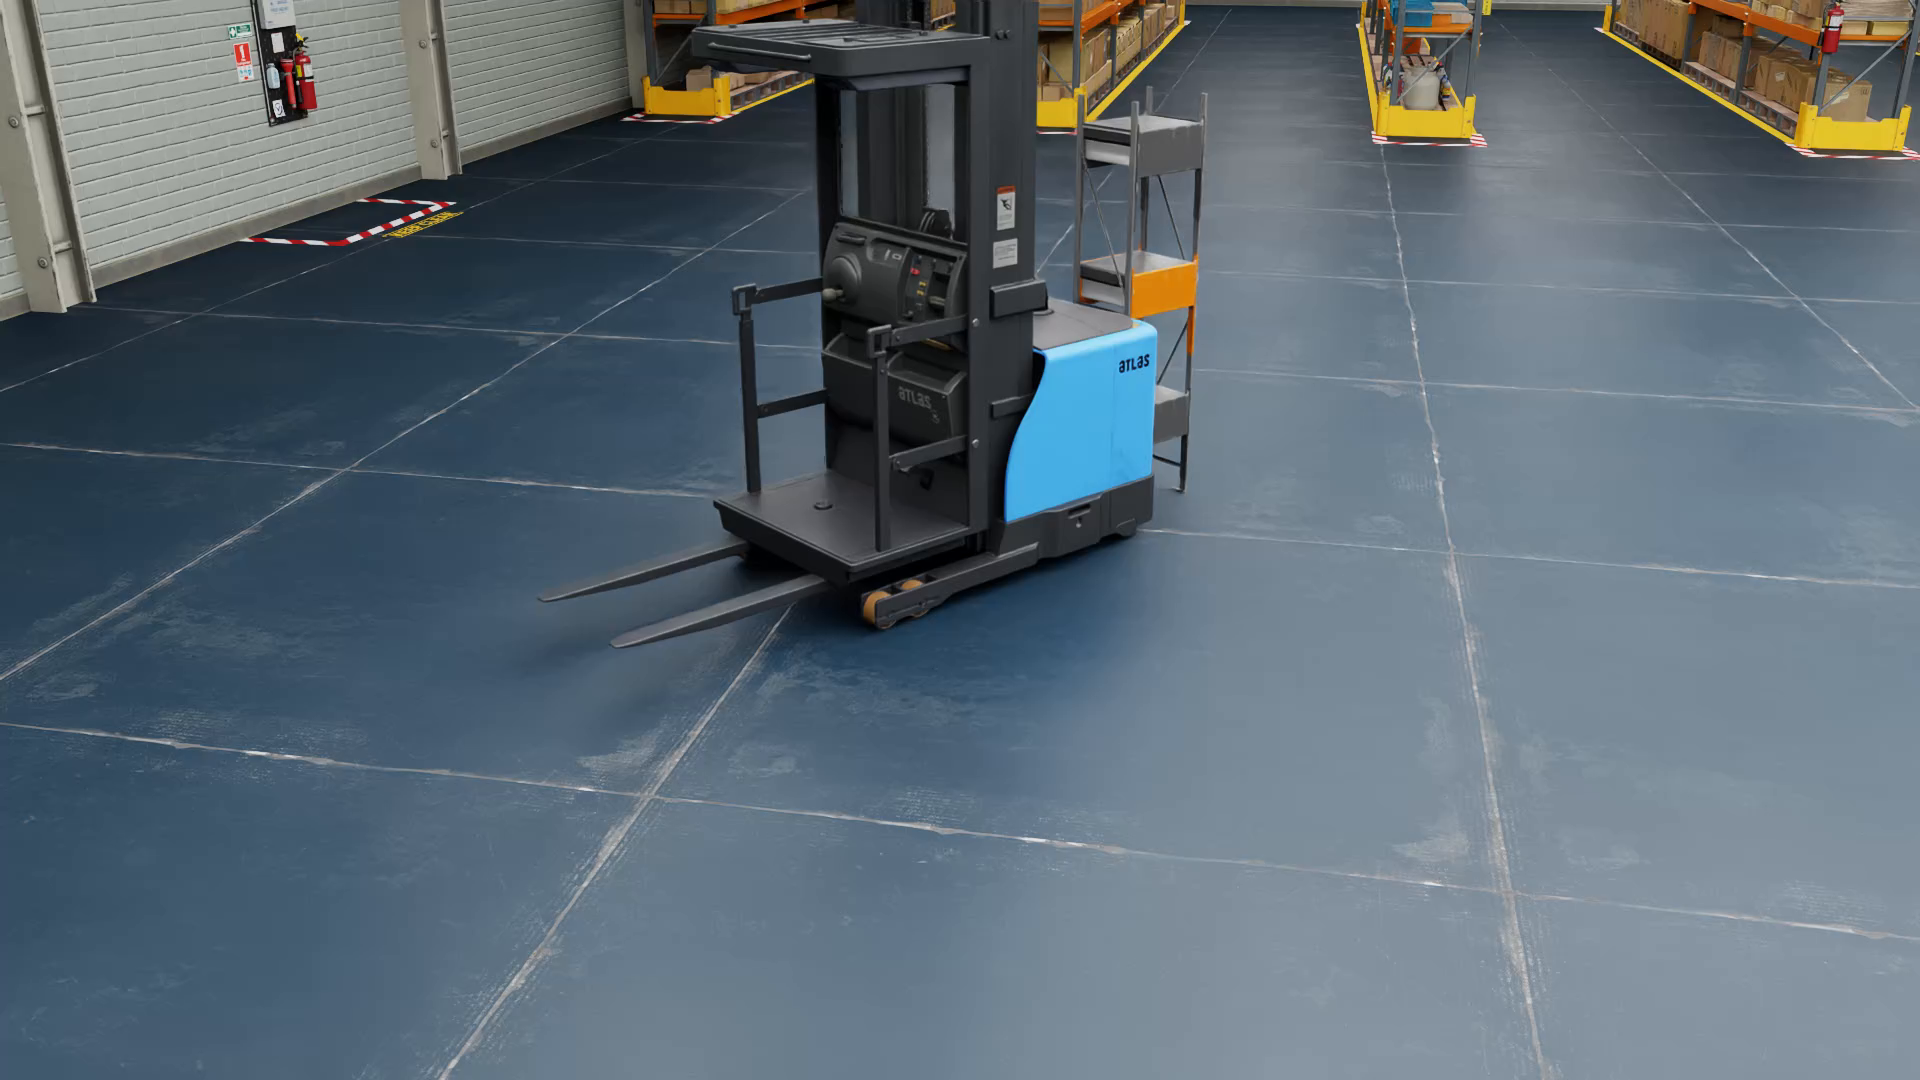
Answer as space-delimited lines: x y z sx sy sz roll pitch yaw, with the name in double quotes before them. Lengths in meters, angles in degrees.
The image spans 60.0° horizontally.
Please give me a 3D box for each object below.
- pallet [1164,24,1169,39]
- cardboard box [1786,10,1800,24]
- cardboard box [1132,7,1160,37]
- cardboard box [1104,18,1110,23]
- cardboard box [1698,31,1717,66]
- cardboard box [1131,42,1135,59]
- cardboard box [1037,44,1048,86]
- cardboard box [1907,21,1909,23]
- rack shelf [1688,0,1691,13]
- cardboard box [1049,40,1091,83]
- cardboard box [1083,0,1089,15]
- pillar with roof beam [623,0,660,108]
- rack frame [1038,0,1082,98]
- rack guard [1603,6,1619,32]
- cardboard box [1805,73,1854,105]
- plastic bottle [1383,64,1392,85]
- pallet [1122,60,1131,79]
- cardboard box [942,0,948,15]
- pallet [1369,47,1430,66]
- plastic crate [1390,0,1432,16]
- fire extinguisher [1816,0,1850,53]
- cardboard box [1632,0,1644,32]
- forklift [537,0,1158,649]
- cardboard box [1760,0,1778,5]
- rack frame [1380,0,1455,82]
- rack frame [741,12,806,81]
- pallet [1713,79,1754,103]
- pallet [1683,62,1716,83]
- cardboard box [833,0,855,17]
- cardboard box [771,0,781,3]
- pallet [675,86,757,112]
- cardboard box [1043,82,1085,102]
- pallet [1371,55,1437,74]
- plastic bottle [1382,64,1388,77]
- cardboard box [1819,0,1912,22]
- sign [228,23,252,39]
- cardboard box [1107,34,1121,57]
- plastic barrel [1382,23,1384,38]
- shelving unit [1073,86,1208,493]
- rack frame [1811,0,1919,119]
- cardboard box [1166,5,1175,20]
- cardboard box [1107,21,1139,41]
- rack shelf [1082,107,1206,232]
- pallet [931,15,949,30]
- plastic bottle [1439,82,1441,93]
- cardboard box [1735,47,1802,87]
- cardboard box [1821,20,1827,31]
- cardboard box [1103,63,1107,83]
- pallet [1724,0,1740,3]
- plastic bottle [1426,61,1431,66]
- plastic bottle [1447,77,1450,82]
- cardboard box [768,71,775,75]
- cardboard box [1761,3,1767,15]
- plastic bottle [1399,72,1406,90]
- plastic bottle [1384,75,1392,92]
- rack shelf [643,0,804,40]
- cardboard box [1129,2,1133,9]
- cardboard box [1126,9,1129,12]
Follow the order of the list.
"pallet" 3.659 -10.238 33.492 1.003 0.211 1.213 4 22 11
"cardboard box" 10.825 -6.695 21.299 0.380 0.149 0.250 4 22 11
"cardboard box" 3.486 -9.759 31.328 0.500 0.500 0.500 5 22 12
"cardboard box" 2.307 -8.828 28.626 0.500 0.311 0.500 5 23 13
"cardboard box" 12.281 -7.859 26.610 0.700 0.500 0.500 3 22 8
"cardboard box" 2.626 -8.154 27.702 0.500 0.250 0.500 5 22 12
"cardboard box" 0.887 -6.378 22.289 0.500 0.500 0.500 4 22 11
"cardboard box" 18.234 -9.828 31.597 0.380 0.149 0.250 6 23 13
"rack shelf" 12.807 -9.459 28.788 1.077 0.370 4.000 4 22 11
"cardboard box" 1.496 -6.521 22.645 0.500 0.500 0.500 4 22 11
"cardboard box" 1.386 -7.482 22.781 0.700 0.500 0.500 5 22 11
"pillar with roof beam" -0.271 -10.045 21.249 9.100 9.000 0.400 4 22 11
"rack frame" 1.069 -6.892 21.451 1.000 3.000 0.127 4 22 11
"rack guard" 14.036 -10.836 34.591 1.175 0.500 0.348 4 22 11
"cardboard box" 10.998 -5.619 21.074 0.500 0.500 0.500 11 24 25
"plastic bottle" 6.124 -6.619 23.729 0.144 0.351 0.185 4 22 9
"pallet" 2.244 -7.781 27.392 1.003 0.211 1.213 4 22 11
"cardboard box" -0.663 -11.708 36.194 0.700 0.500 0.500 4 22 11
"pallet" 7.670 -8.437 29.019 1.003 0.211 1.213 4 22 11
"plastic crate" 5.865 -6.887 21.638 0.499 0.251 0.408 4 22 11
"fire extinguisher" 10.292 -6.093 19.570 0.296 0.674 0.183 4 22 11
"cardboard box" 13.611 -10.298 32.189 0.875 0.875 0.875 4 22 11
"forklift" -0.463 -1.185 7.373 3.031 2.935 1.130 -18 28 -38
"cardboard box" 11.293 -7.443 22.286 0.875 0.500 0.500 4 22 11
"rack frame" 6.734 -7.976 24.142 1.000 3.000 0.127 4 22 11
"rack frame" -2.965 -8.731 26.018 1.000 3.000 0.127 4 22 11
"pallet" 11.740 -6.590 24.433 1.003 0.211 1.213 4 22 11
"pallet" 12.238 -7.482 26.649 1.003 0.211 1.213 4 22 11
"cardboard box" -1.870 -9.651 30.616 0.750 0.750 0.750 4 22 10
"cardboard box" -2.962 -8.108 24.644 0.500 0.250 0.500 4 22 11
"pallet" -3.565 -6.297 23.706 1.003 0.211 1.213 4 22 11
"cardboard box" 1.396 -5.990 22.331 0.500 0.250 0.500 4 22 11
"pallet" 7.354 -7.865 27.600 1.003 0.211 1.213 4 22 11
"plastic bottle" 6.239 -6.831 24.363 0.097 0.271 0.097 0 22 0
"cardboard box" 10.905 -6.519 19.993 0.875 0.500 0.500 4 22 11
"sign" -6.455 -4.564 14.914 0.001 0.109 0.331 4 22 11
"cardboard box" 2.213 -7.666 25.742 0.500 0.311 0.500 5 22 11
"plastic barrel" 7.891 -9.286 30.164 0.421 0.512 0.421 0 22 0
"shelving unit" 0.901 -1.225 8.584 0.503 2.100 0.431 -18 28 -37
"rack frame" 10.766 -6.135 19.573 1.000 3.000 0.127 4 22 11
"cardboard box" 4.241 -11.109 35.014 0.500 0.250 0.500 4 22 11
"cardboard box" 2.736 -8.596 28.051 0.500 0.311 0.500 4 22 10
"rack shelf" 0.901 -1.861 8.327 0.480 0.518 0.431 -18 28 -37
"pallet" -0.854 -11.083 35.590 1.003 0.211 1.213 4 22 11
"plastic bottle" 6.745 -6.332 23.217 0.097 0.201 0.097 0 22 0
"cardboard box" 11.729 -6.866 24.143 0.700 0.500 0.500 3 22 7
"cardboard box" 10.674 -6.230 20.144 0.380 0.149 0.250 4 22 11
"cardboard box" 1.893 -6.906 24.604 0.500 0.250 0.500 4 22 11
"pallet" 12.035 -8.245 25.068 1.003 0.211 1.213 4 22 11
"plastic bottle" 6.743 -6.705 23.943 0.144 0.351 0.185 4 22 11
"plastic bottle" 6.656 -6.178 22.725 0.061 0.283 0.133 5 22 12
"cardboard box" -3.138 -7.393 25.452 0.500 0.500 0.500 3 22 7
"cardboard box" 11.156 -7.242 22.657 0.380 0.149 0.250 4 22 11
"plastic bottle" 6.188 -6.426 23.352 0.152 0.276 0.135 4 22 11
"plastic bottle" 5.970 -6.300 23.037 0.152 0.276 0.135 4 22 9
"rack shelf" -3.373 -7.666 24.336 1.077 0.370 4.000 4 22 11
"cardboard box" 2.976 -10.149 31.291 0.500 0.250 0.500 5 22 11
"cardboard box" 2.869 -9.604 30.942 0.500 0.500 0.500 4 22 9
